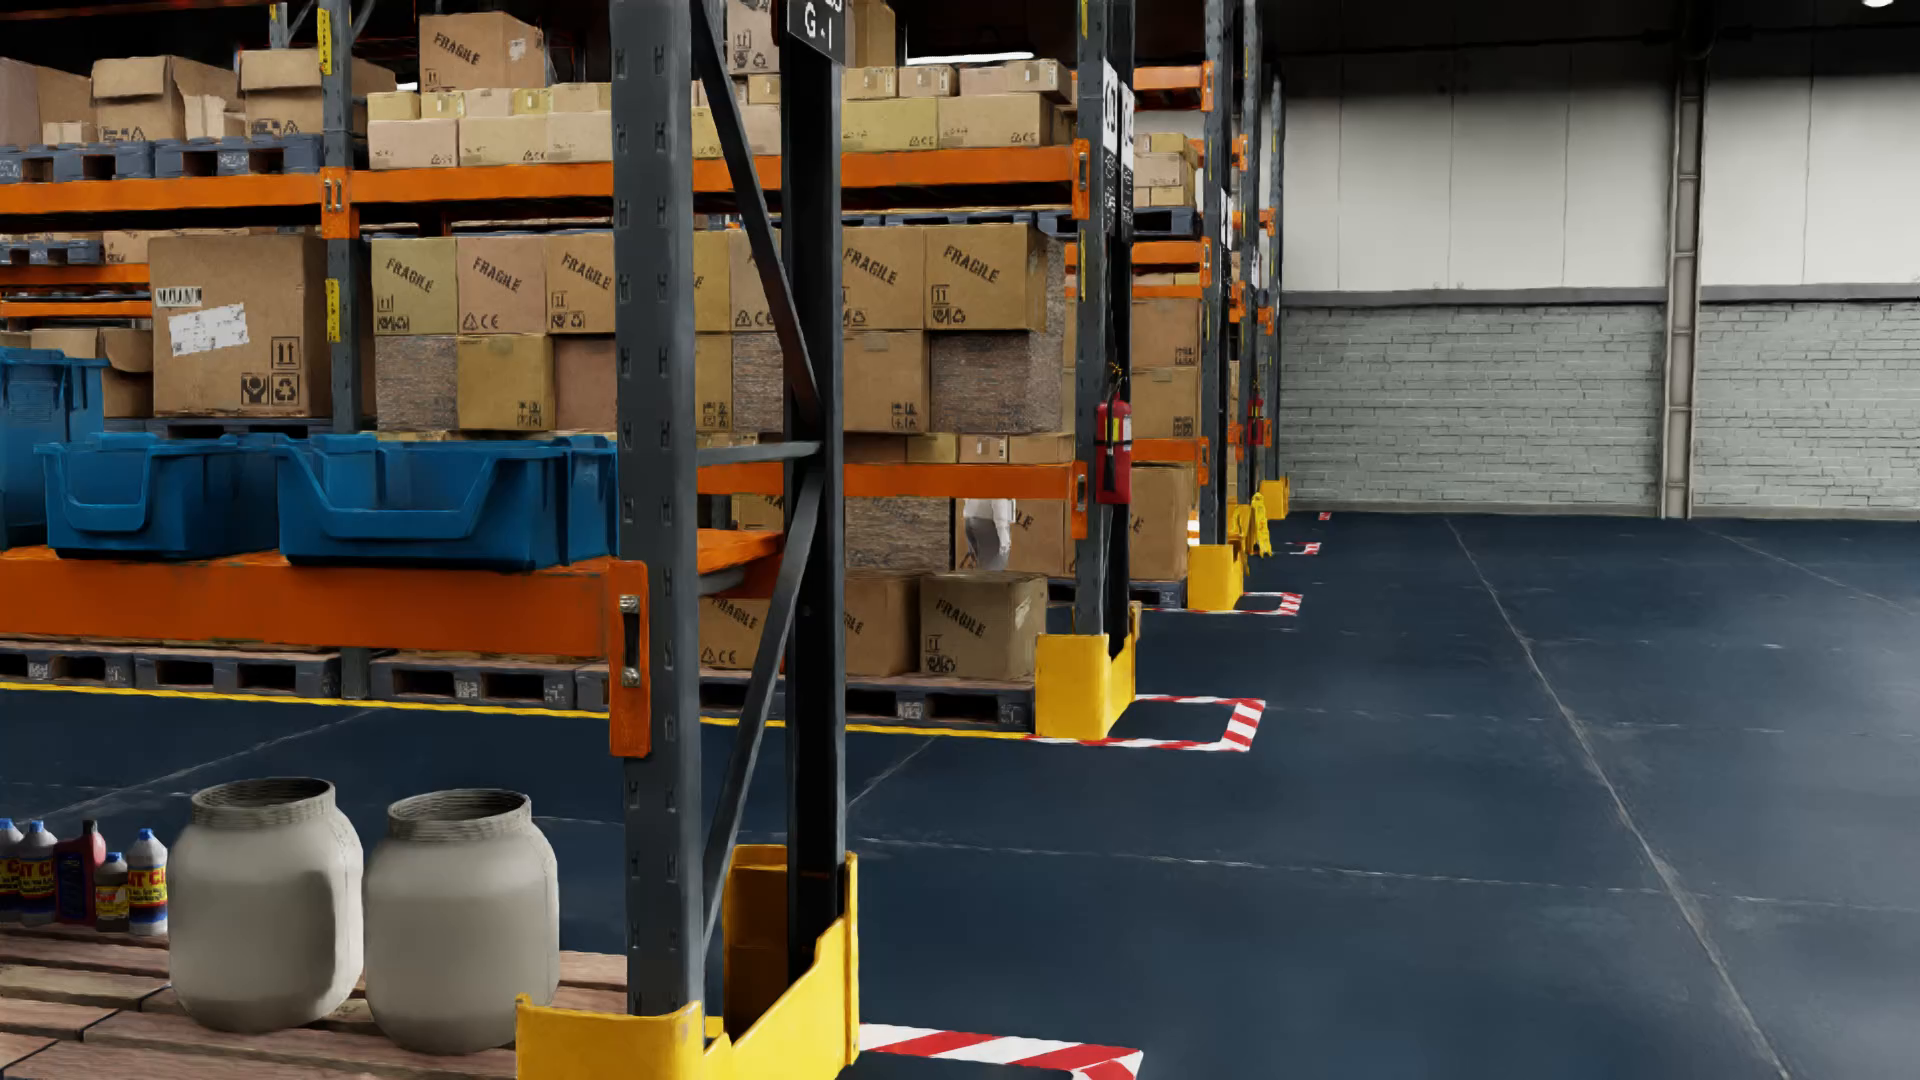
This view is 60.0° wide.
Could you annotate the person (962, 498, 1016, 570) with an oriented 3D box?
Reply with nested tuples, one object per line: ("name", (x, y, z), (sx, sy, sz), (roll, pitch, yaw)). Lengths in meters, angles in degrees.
("person", (0.111, -0.076, 10.098), (0.530, 1.667, 0.525), (-2, 5, -19))
